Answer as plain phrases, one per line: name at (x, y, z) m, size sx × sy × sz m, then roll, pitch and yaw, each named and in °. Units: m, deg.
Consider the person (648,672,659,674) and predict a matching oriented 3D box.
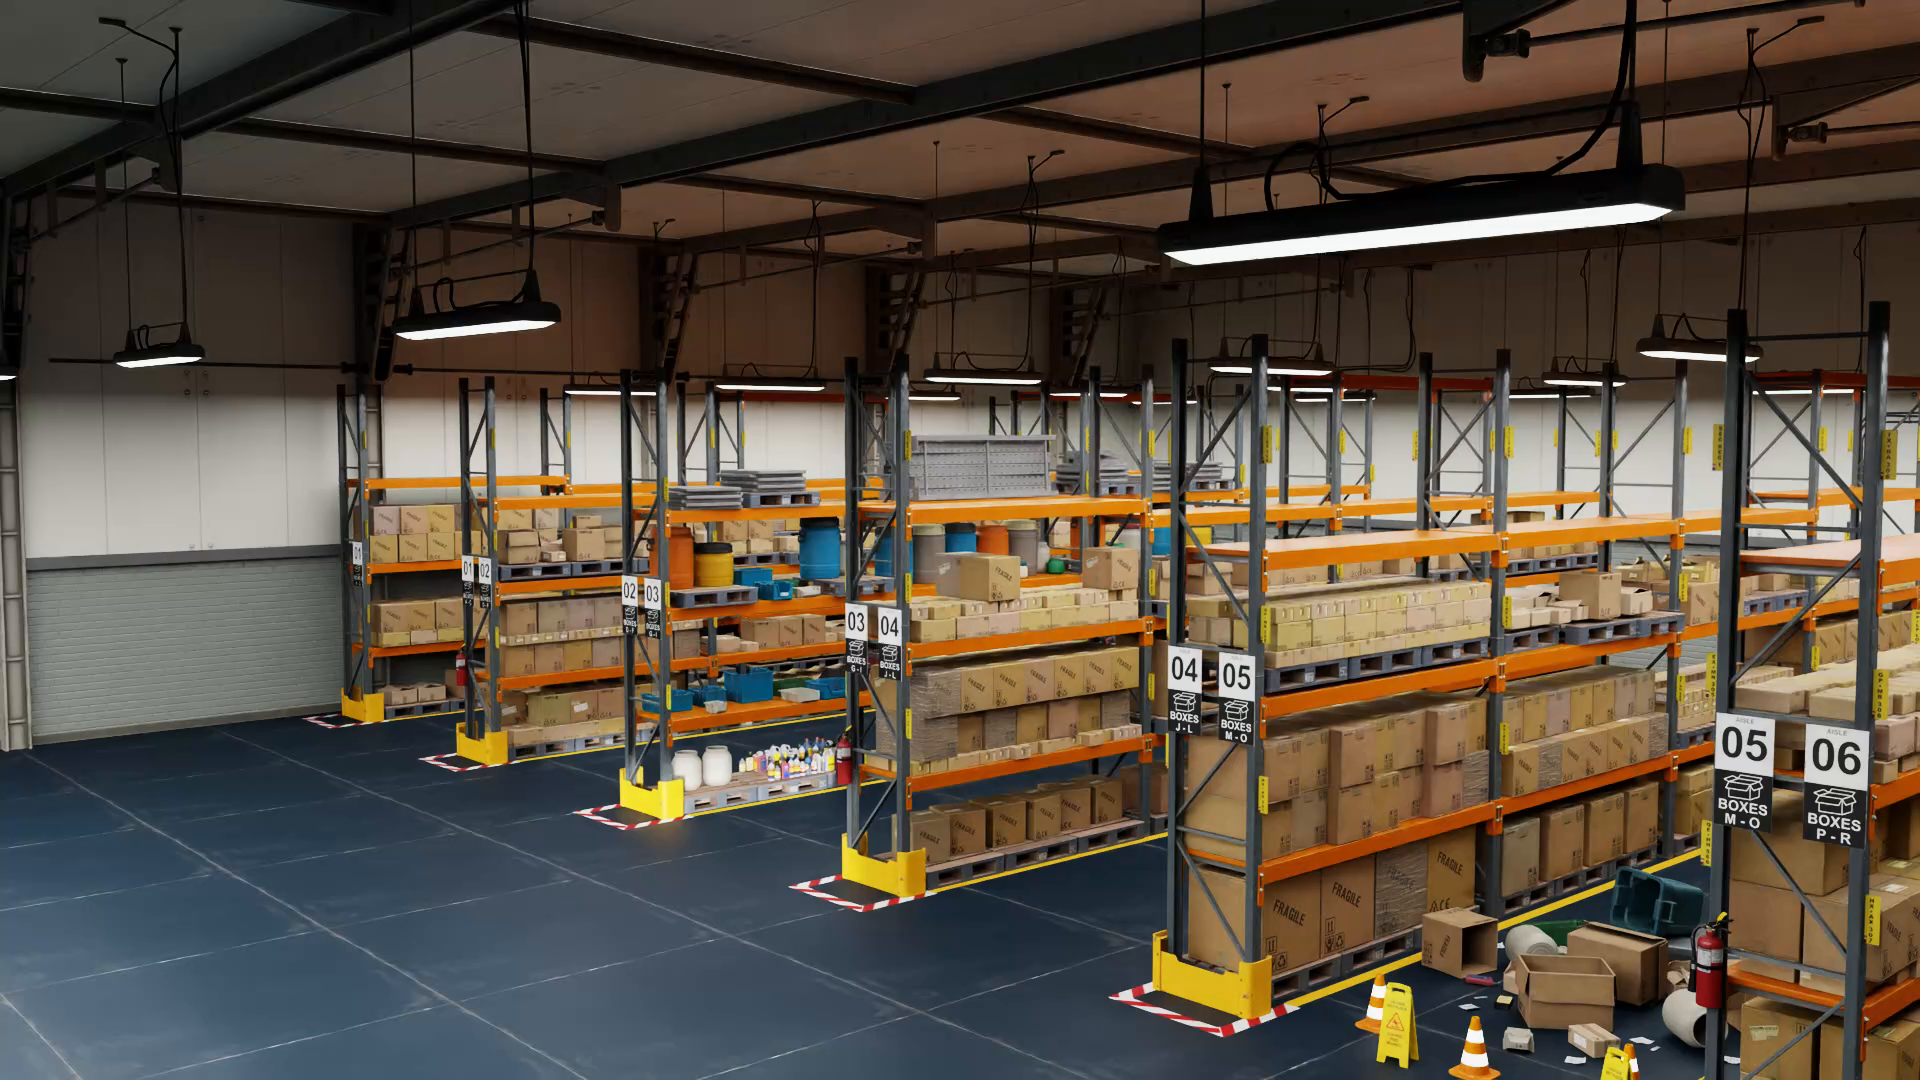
person at (-5.540, 2.383, 30.081) m, size 0.562 × 1.670 × 0.743 m, roll 2°, pitch 4°, yaw 28°
